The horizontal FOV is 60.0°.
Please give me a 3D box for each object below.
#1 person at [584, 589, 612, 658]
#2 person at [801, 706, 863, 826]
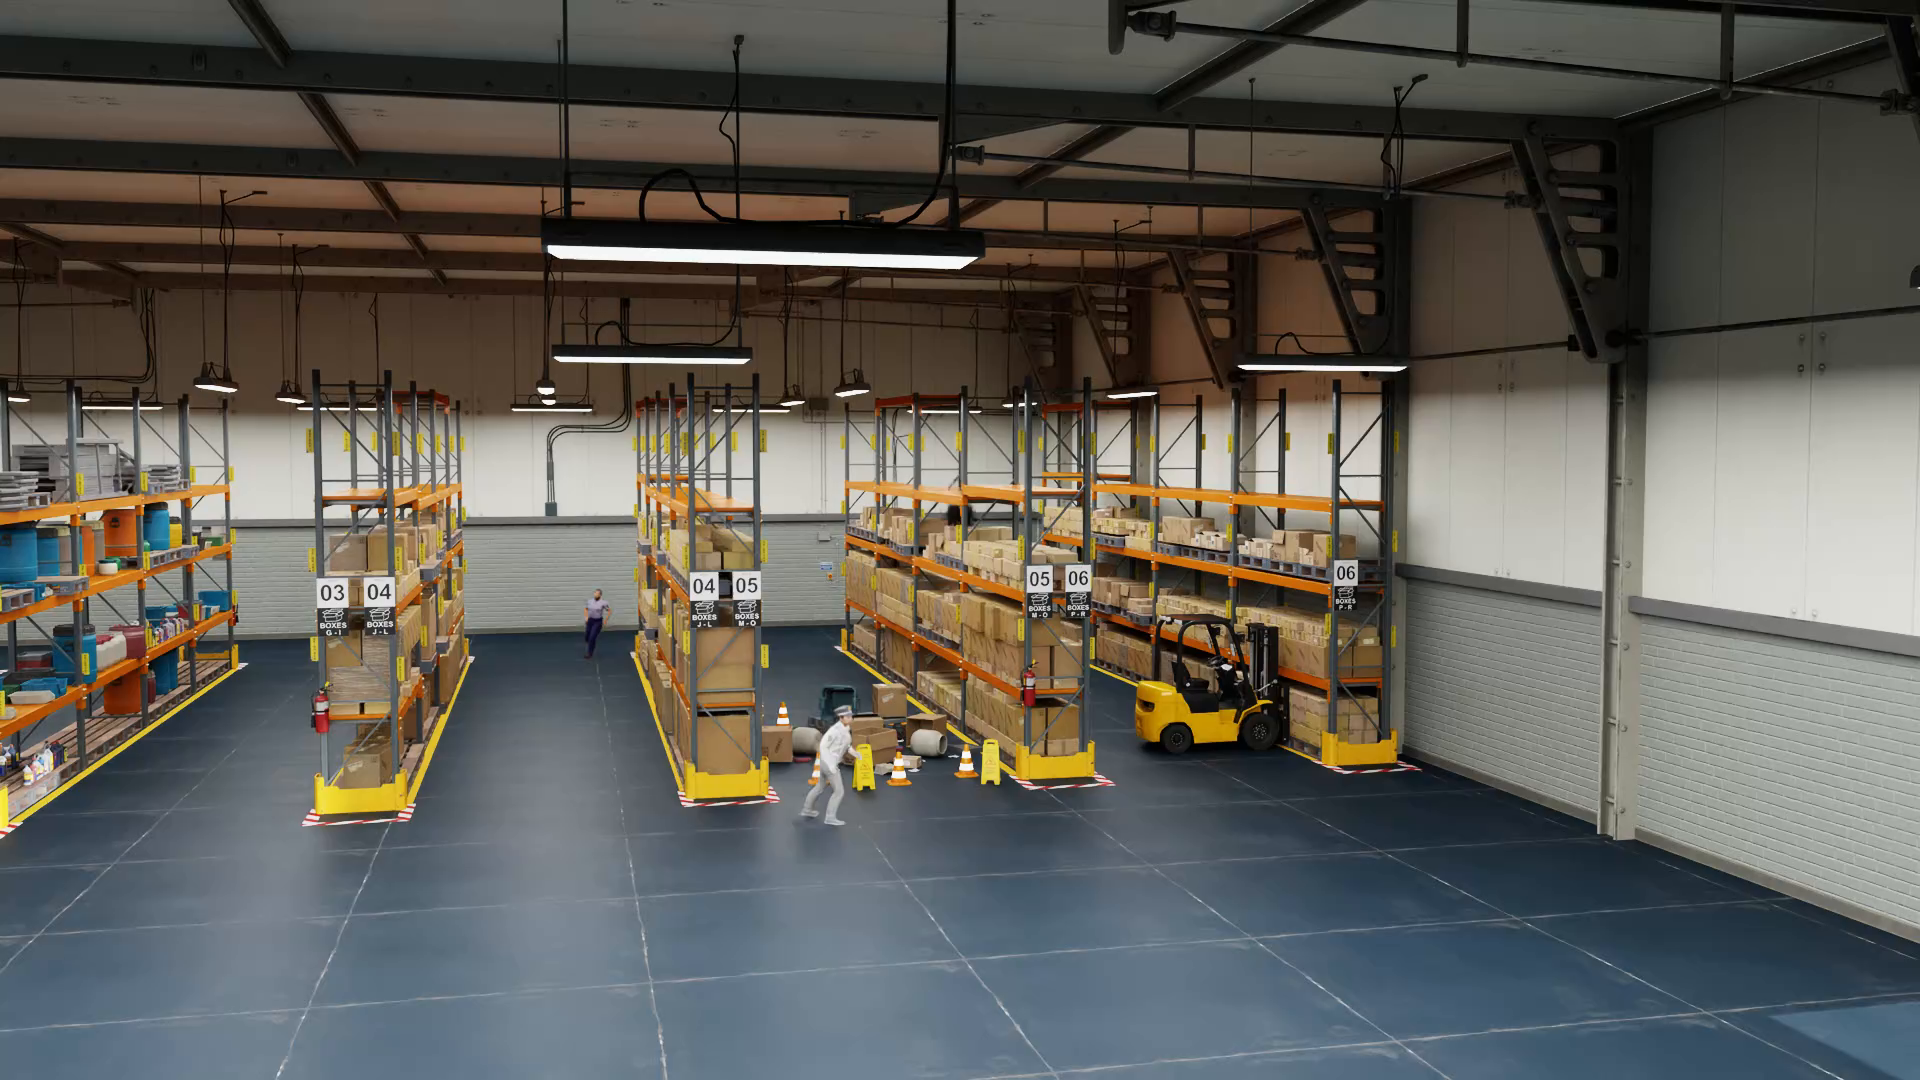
[{"bbox_3d":[-8.535,1.946,39.080,0.687,1.607,0.738,0,3,7],"label":"person"},{"bbox_3d":[-1.710,2.949,21.901,0.851,1.604,0.645,0,3,6],"label":"person"}]
